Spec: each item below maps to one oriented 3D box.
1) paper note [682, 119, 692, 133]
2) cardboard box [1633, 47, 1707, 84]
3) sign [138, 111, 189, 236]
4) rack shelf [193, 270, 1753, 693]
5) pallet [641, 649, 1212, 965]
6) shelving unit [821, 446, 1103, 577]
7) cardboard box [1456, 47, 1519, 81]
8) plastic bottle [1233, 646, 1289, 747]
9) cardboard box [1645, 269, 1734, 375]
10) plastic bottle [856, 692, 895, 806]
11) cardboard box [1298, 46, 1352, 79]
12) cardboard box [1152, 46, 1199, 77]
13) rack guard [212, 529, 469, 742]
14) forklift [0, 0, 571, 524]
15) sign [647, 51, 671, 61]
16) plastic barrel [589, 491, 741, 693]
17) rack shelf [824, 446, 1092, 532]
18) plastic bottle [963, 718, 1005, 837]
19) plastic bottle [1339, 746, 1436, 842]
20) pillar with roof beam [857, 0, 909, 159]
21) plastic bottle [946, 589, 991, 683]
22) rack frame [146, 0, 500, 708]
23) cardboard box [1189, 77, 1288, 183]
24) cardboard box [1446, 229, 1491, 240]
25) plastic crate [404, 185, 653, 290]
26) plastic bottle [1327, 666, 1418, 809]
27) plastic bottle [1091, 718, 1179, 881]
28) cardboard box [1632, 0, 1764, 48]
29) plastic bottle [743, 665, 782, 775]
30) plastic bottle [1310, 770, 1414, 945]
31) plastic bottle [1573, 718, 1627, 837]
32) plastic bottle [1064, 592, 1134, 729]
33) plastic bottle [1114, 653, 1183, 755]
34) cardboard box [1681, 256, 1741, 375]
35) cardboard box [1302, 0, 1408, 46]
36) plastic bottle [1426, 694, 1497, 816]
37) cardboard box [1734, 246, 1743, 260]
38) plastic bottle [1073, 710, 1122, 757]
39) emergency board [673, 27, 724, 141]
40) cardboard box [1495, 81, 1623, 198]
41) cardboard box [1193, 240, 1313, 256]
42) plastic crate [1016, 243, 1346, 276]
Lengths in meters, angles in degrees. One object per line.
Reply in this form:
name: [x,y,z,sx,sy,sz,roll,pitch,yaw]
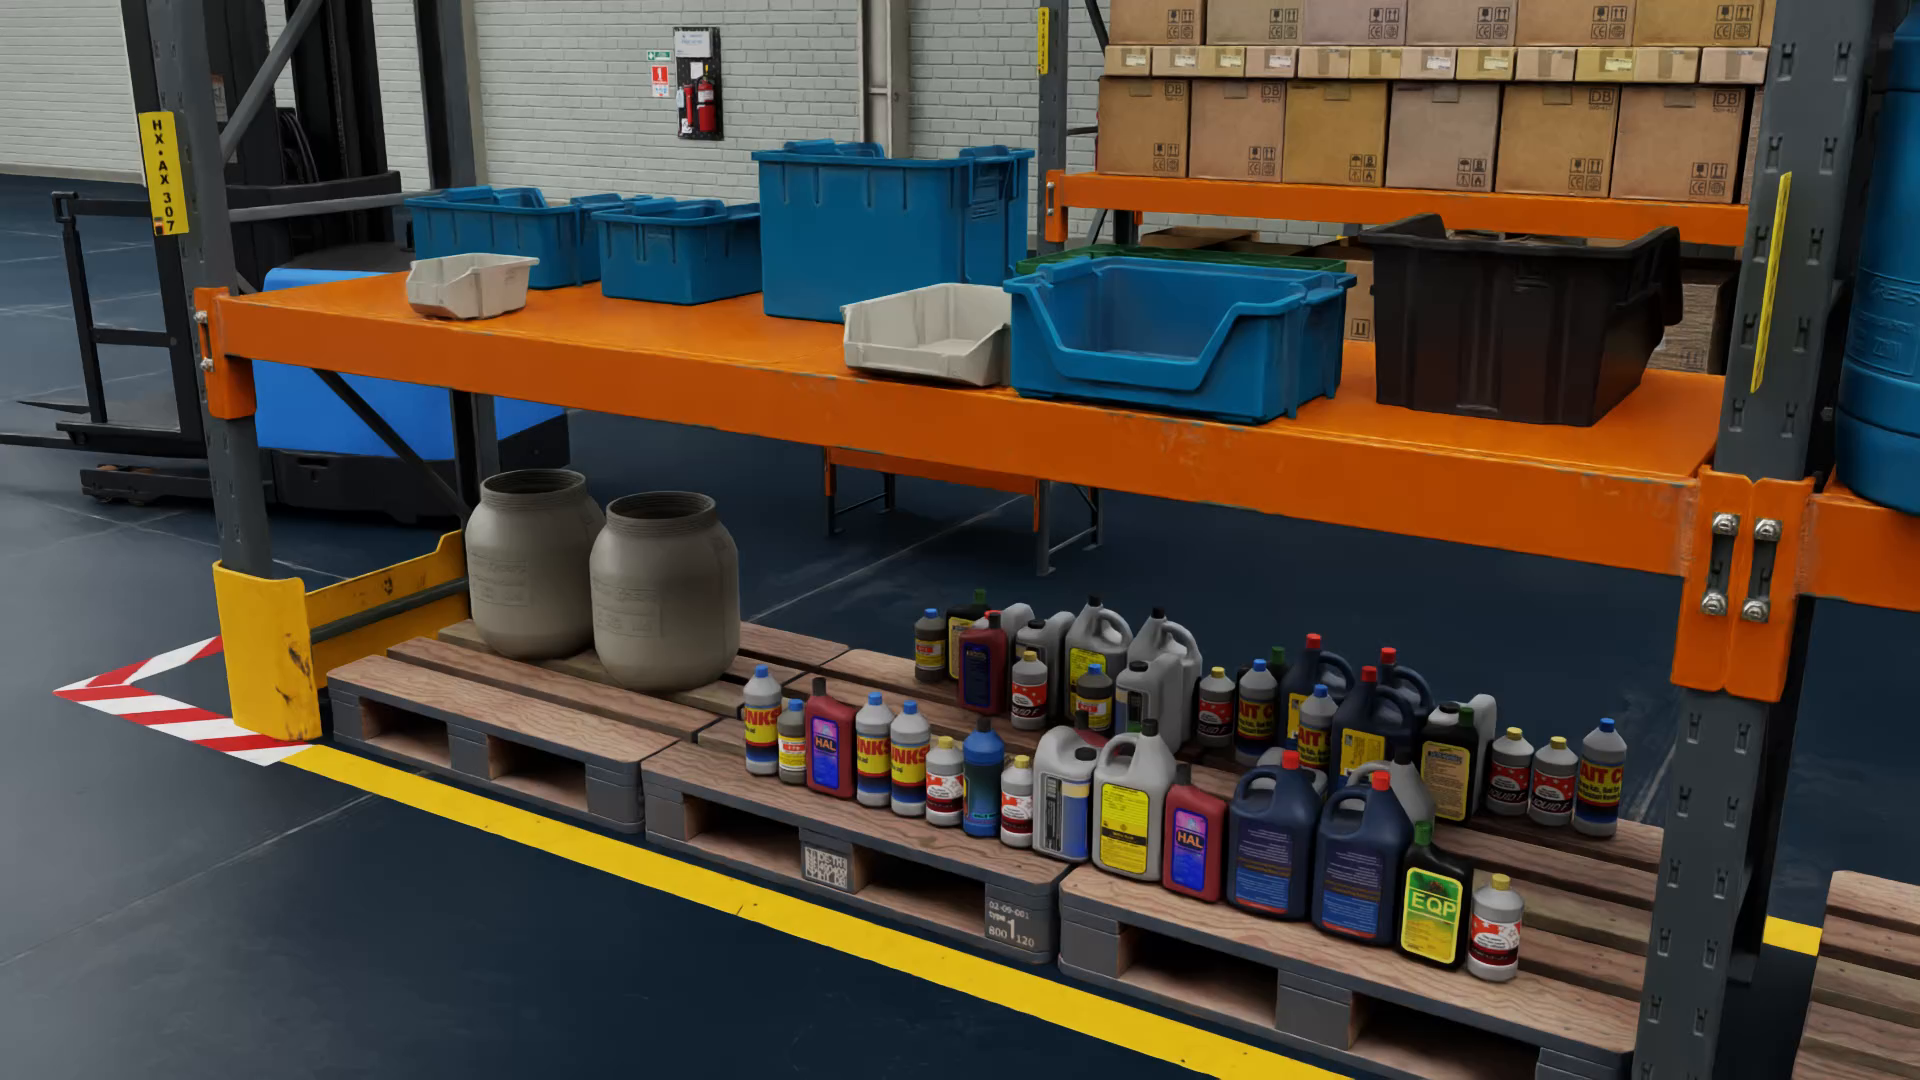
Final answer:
paper note: [-2.956,-4.483,17.995,0.142,0.148,0.016,10,20,30]
cardboard box: [3.125,-2.083,7.289,0.250,0.149,0.380,10,20,30]
sign: [-2.169,-0.998,4.530,0.005,0.325,0.100,10,20,30]
rack shelf: [-0.173,-0.353,4.120,4.000,0.370,1.077,10,20,30]
pallet: [-0.063,0.643,4.400,1.213,0.211,1.003,10,20,30]
shelving unit: [0.006,-0.537,6.714,1.048,1.125,0.538,10,20,30]
cardboard box: [2.474,-2.199,7.671,0.250,0.149,0.380,11,20,32]
plastic bottle: [0.781,0.407,4.298,0.133,0.283,0.061,11,20,32]
cardboard box: [3.198,-0.959,7.594,0.500,0.500,0.500,10,20,30]
plastic bottle: [-0.203,0.499,4.016,0.097,0.271,0.097,0,17,0]
cardboard box: [1.821,-2.316,8.057,0.250,0.149,0.380,9,19,28]
cardboard box: [1.167,-2.433,8.443,0.250,0.149,0.380,10,19,29]
rack guard: [-1.788,0.195,5.381,0.348,0.500,1.175,10,20,30]
forklift: [-3.410,-1.694,7.416,3.031,2.935,1.130,5,18,16]
sign: [-3.259,-5.238,17.992,0.331,0.109,0.001,10,20,30]
plastic barrel: [-0.849,0.145,4.799,0.421,0.512,0.421,0,17,0]
rack shelf: [0.006,-0.303,6.785,1.000,0.278,0.538,10,20,30]
plastic bottle: [0.055,0.545,3.864,0.097,0.271,0.097,0,17,0]
plastic bottle: [0.907,0.602,3.540,0.185,0.351,0.144,10,20,30]
pillar with roof beam: [-3.009,-6.280,12.072,0.400,9.000,9.100,10,20,30]
plastic bottle: [0.027,0.272,4.742,0.133,0.283,0.061,11,20,31]
rack frame: [-1.877,-1.001,5.017,0.127,3.000,1.000,10,20,30]
cardboard box: [1.560,-2.123,8.536,0.500,0.500,0.700,11,20,31]
cardboard box: [3.850,-2.251,13.002,0.500,0.311,0.500,8,19,24]
plastic crate: [-1.294,-0.928,5.032,0.616,0.251,0.499,10,20,30]
plastic bottle: [0.985,0.474,3.960,0.185,0.351,0.144,10,20,30]
plastic bottle: [0.393,0.559,3.680,0.185,0.351,0.144,10,20,30]
cardboard box: [3.314,-2.430,7.317,0.500,0.500,0.700,10,20,30]
plastic bottle: [-0.495,0.447,4.188,0.097,0.271,0.097,0,17,0]
plastic bottle: [0.832,0.637,3.422,0.185,0.351,0.144,10,19,29]
plastic bottle: [1.489,0.545,3.864,0.097,0.271,0.097,0,17,0]
plastic bottle: [0.379,0.317,4.478,0.185,0.351,0.144,11,20,32]
plastic bottle: [0.482,0.421,4.262,0.135,0.276,0.152,10,20,30]
cardboard box: [3.466,-1.085,8.012,0.500,0.500,0.500,10,20,30]
cardboard box: [2.036,-2.659,8.069,0.500,0.500,0.700,10,20,30]
plastic bottle: [1.200,0.500,4.002,0.135,0.276,0.152,11,20,32]
cardboard box: [5.811,-2.009,11.878,0.500,0.500,0.500,8,19,26]
plastic bottle: [0.312,0.539,3.862,0.133,0.283,0.061,10,20,30]
emergency board: [-2.842,-4.861,17.722,0.643,1.169,0.194,10,20,30]
cardboard box: [2.867,-1.889,7.766,0.500,0.500,0.700,10,20,31]
cardboard box: [1.486,-1.259,8.585,0.500,0.500,0.500,10,20,30]
plastic crate: [0.523,-0.568,3.955,0.662,0.188,0.450,10,20,30]
